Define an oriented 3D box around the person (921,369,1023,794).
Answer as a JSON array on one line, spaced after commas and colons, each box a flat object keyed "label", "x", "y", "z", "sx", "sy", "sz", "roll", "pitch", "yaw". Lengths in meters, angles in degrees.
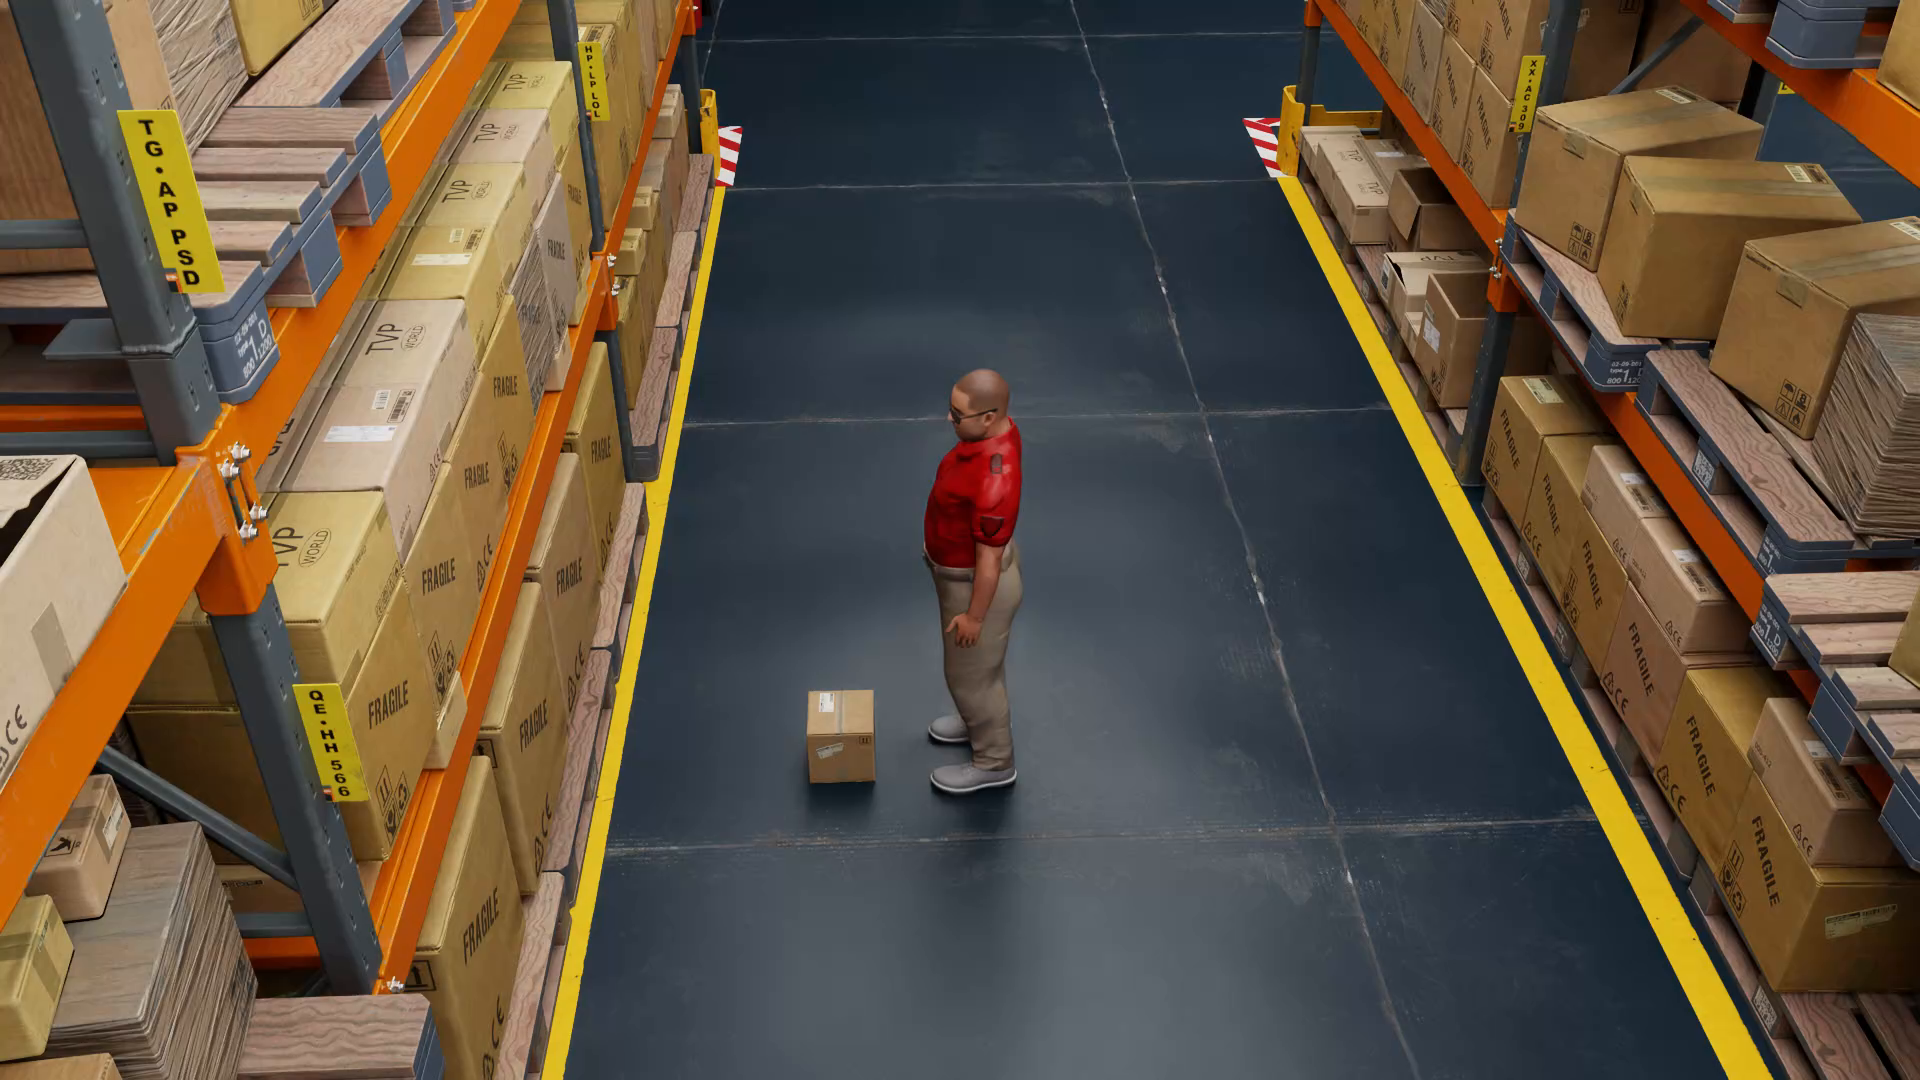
[{"label": "person", "x": 0.043, "y": 0.152, "z": 5.951, "sx": 0.360, "sy": 1.722, "sz": 0.528, "roll": -1, "pitch": 35, "yaw": -1}]
